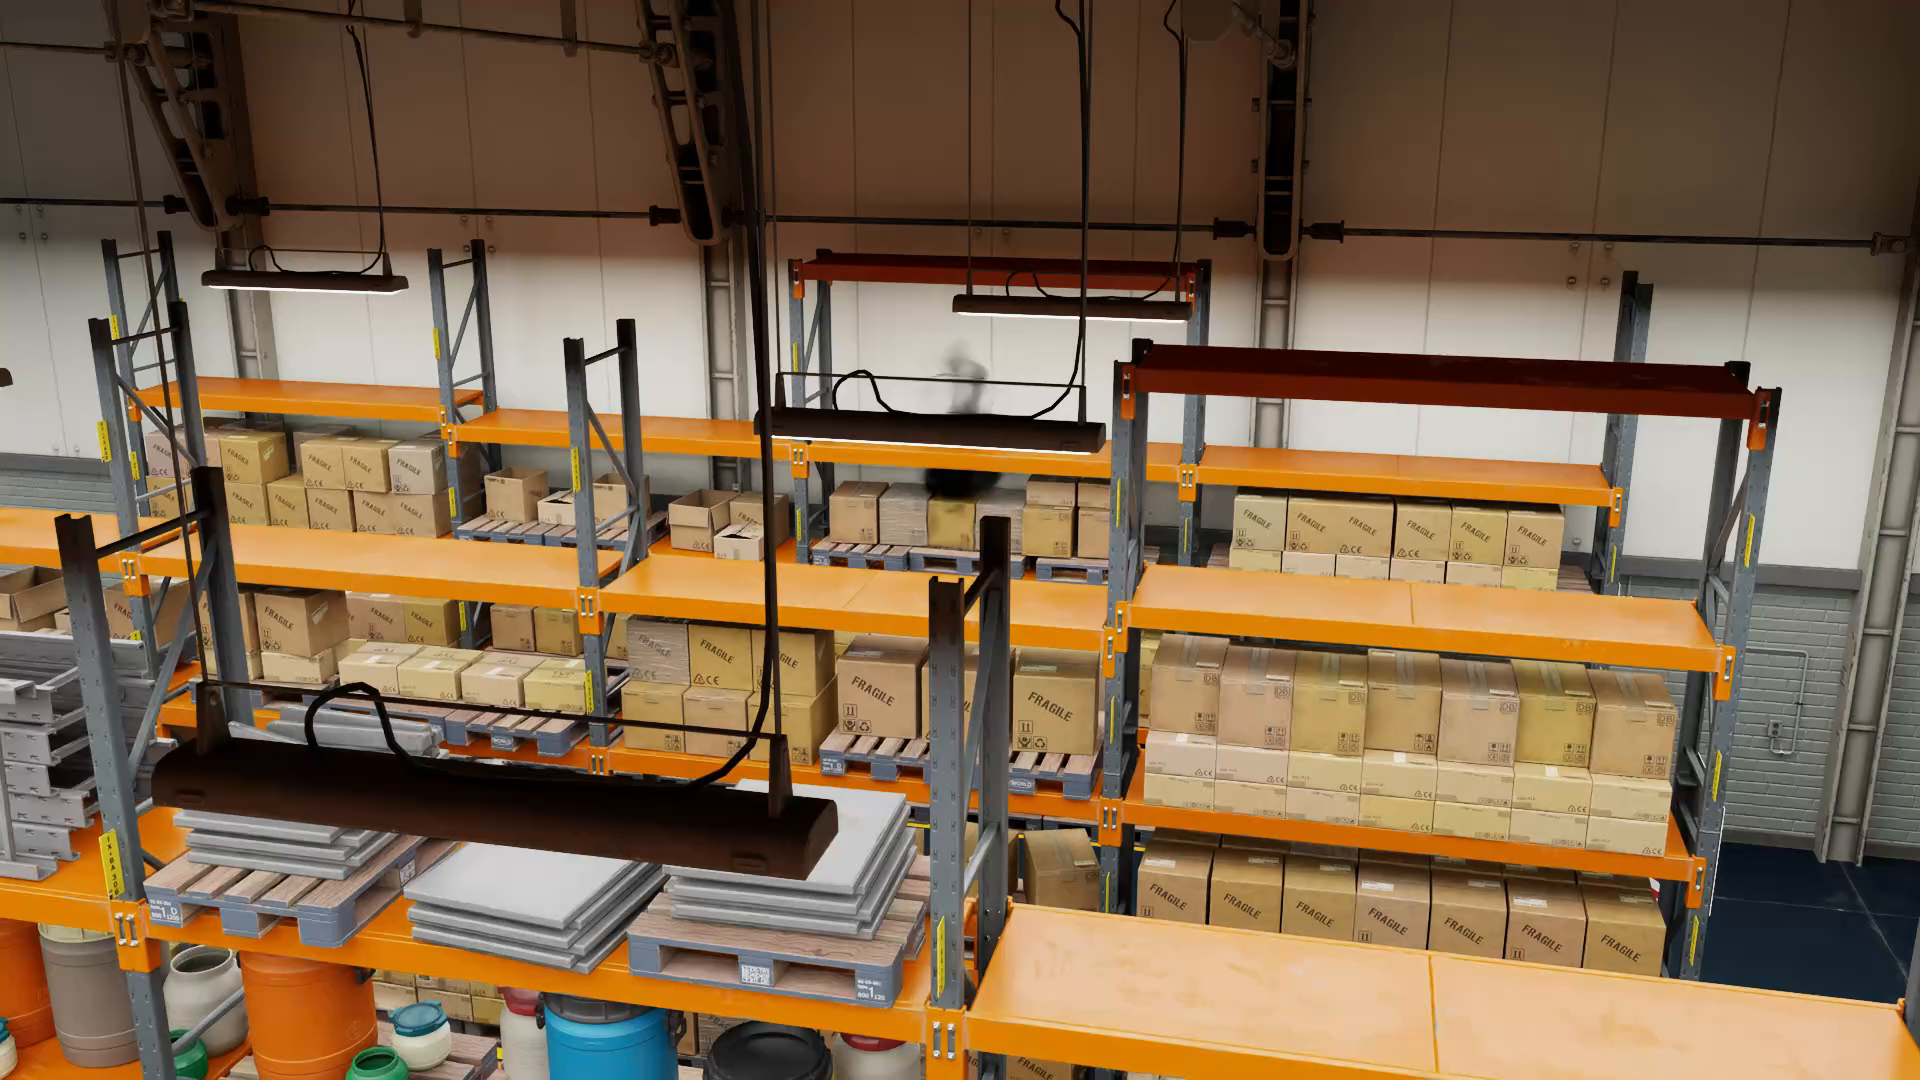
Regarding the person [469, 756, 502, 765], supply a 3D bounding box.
[{"bbox_3d":[-4.656,2.690,16.309,0.571,1.626,0.640,3,17,11],"label":"person"}]
